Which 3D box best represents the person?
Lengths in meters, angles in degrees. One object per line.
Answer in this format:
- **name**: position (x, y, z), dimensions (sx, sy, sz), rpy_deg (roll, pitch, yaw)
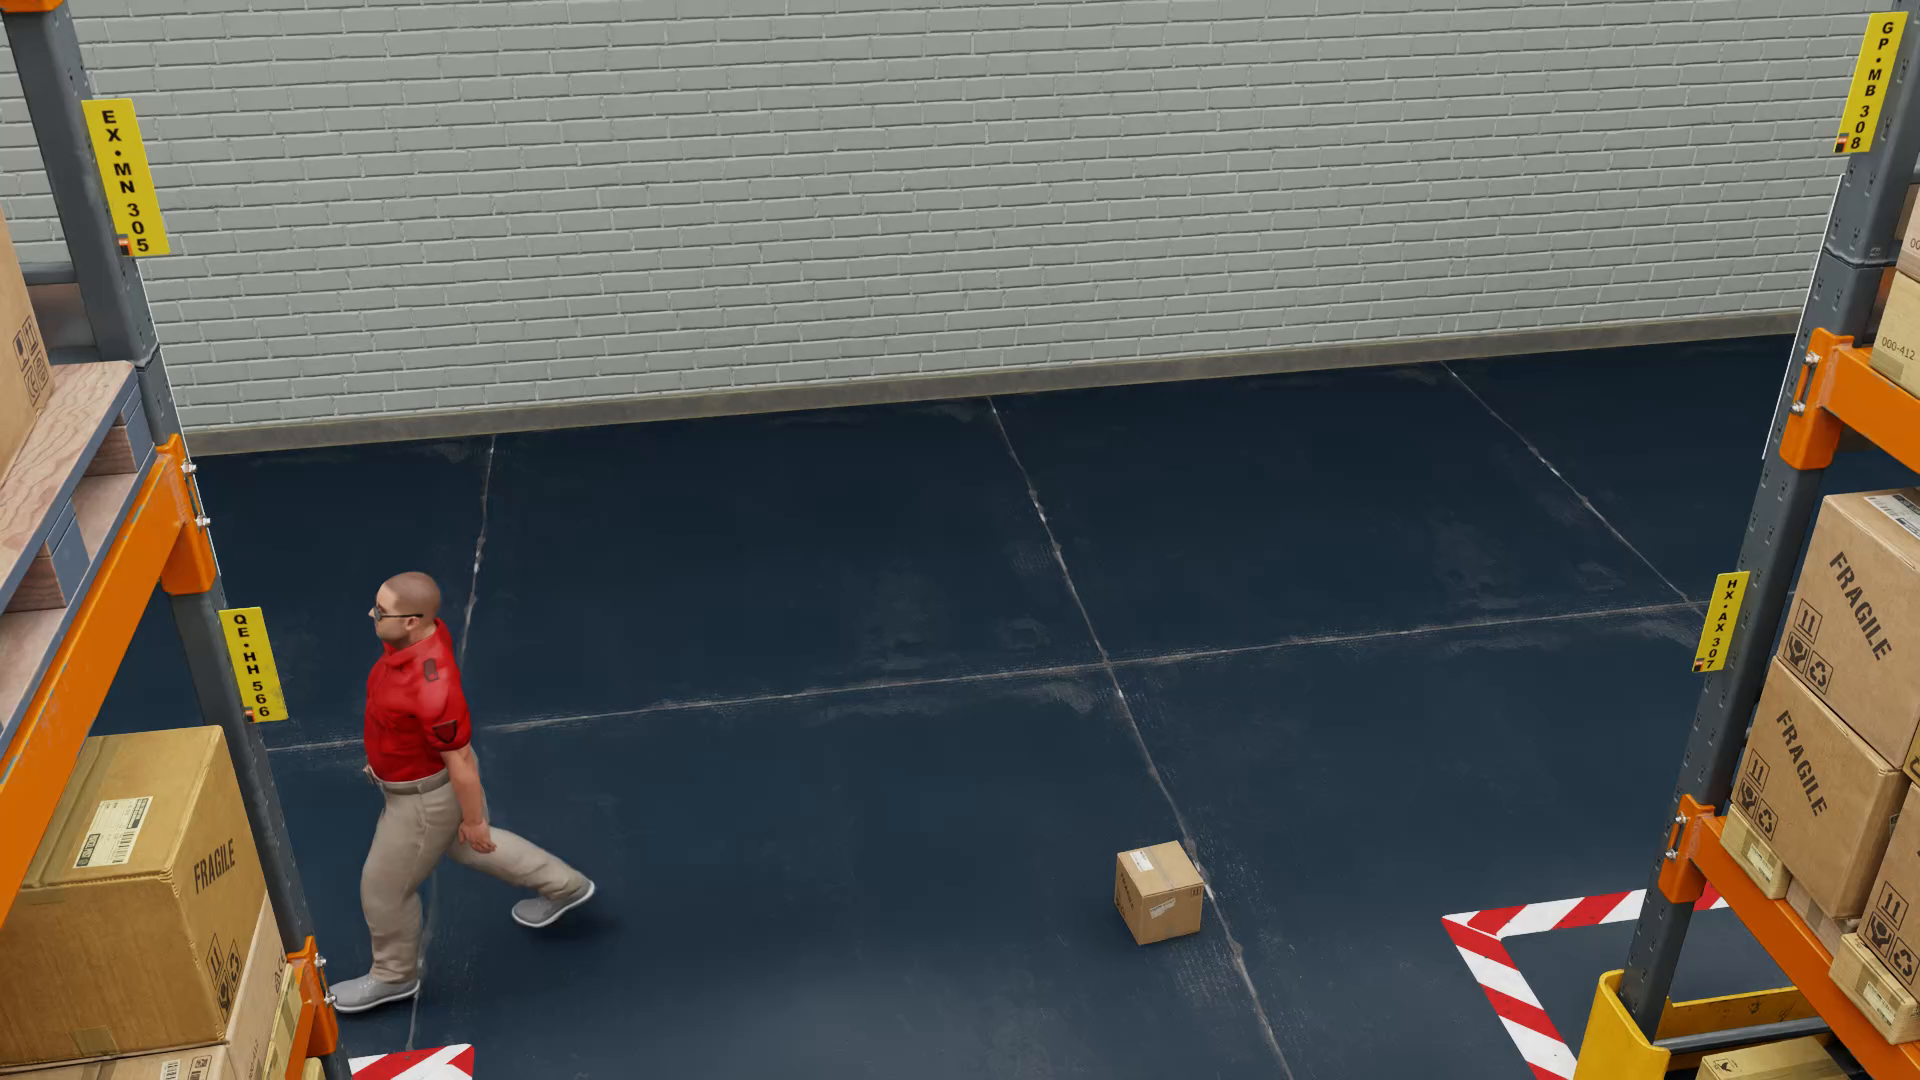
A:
- **person**: position (-1.826, 0.828, 5.735), dimensions (0.989, 1.665, 0.535), rpy_deg (-8, 31, -14)
